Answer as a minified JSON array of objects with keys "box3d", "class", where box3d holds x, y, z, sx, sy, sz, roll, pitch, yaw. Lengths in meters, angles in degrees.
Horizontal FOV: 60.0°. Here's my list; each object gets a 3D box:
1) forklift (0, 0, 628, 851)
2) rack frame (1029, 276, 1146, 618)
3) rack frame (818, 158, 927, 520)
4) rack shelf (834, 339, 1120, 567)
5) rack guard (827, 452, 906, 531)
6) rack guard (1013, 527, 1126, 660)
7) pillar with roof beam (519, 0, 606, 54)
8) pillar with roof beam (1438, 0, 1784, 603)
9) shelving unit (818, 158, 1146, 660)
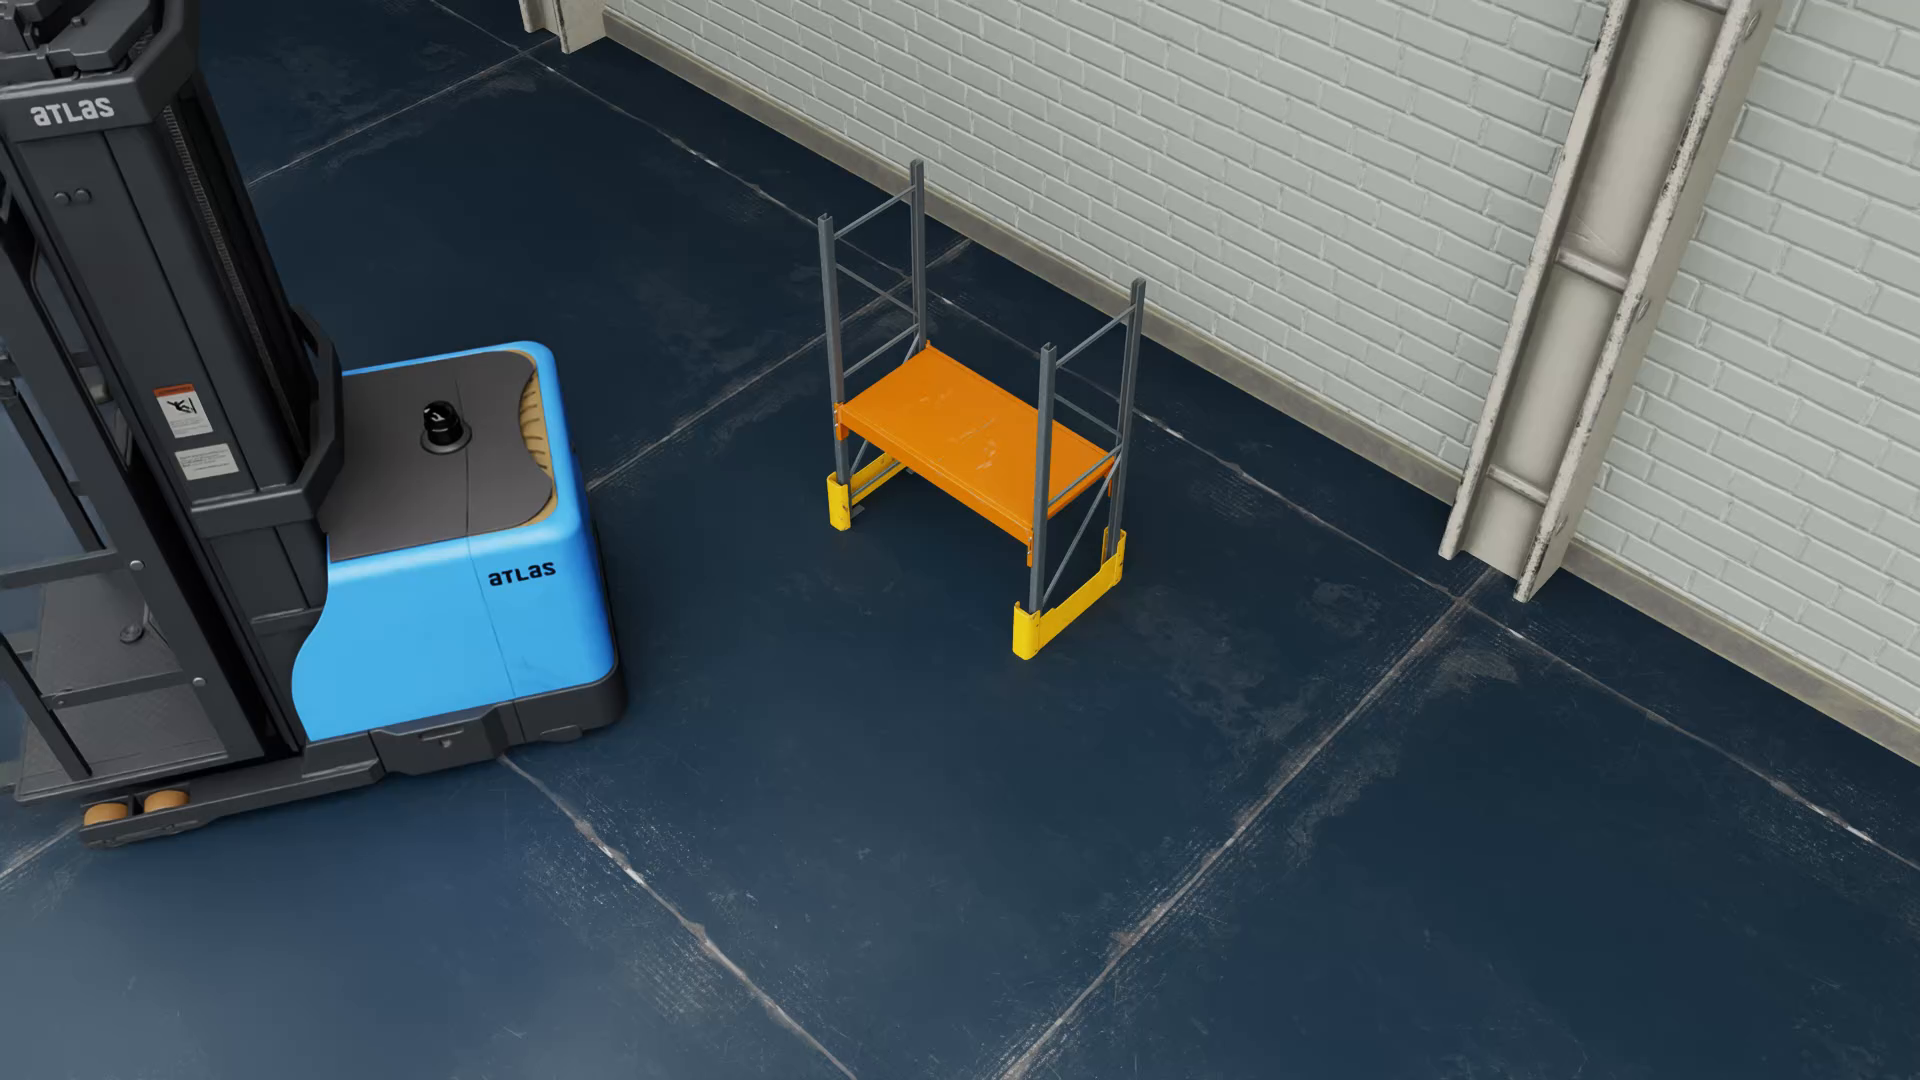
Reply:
[{"box3d":[-2.791,-0.372,5.089,3.031,2.935,1.130,-11,48,-11],"class":"forklift"},{"box3d":[0.436,-0.220,5.928,0.032,1.500,0.500,34,55,28],"class":"rack frame"},{"box3d":[-0.311,-0.723,6.400,0.032,1.500,0.500,34,55,28],"class":"rack frame"},{"box3d":[0.063,-0.348,6.295,1.000,0.185,0.538,34,55,28],"class":"rack shelf"},{"box3d":[-0.310,-0.294,6.855,0.087,0.250,0.587,34,55,28],"class":"rack guard"},{"box3d":[0.422,0.198,6.392,0.087,0.250,0.587,34,55,28],"class":"rack guard"},{"box3d":[-5.156,-3.671,4.024,0.400,9.000,9.100,34,55,28],"class":"pillar with roof beam"},{"box3d":[-0.747,-0.704,1.238,0.400,9.000,9.100,34,55,28],"class":"pillar with roof beam"},{"box3d":[0.056,-0.476,6.168,1.083,1.500,0.587,34,55,28],"class":"shelving unit"}]
